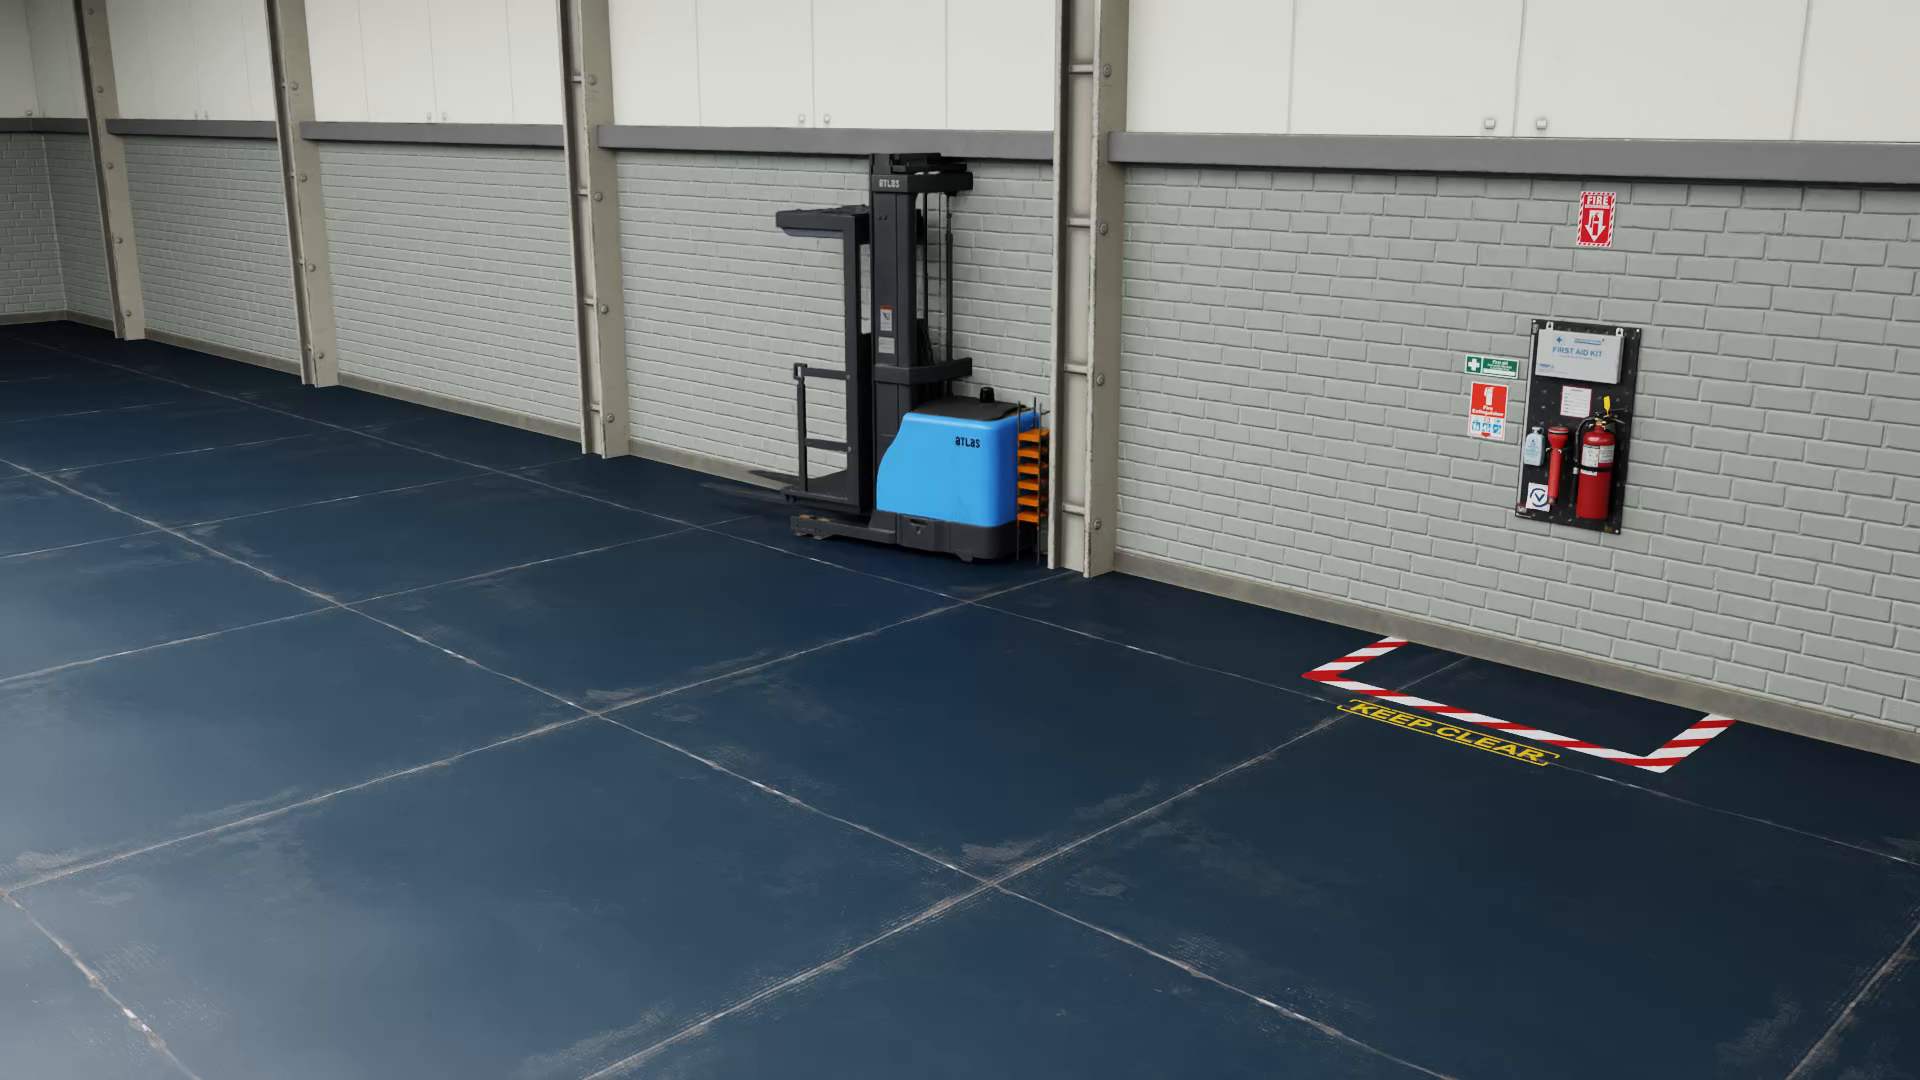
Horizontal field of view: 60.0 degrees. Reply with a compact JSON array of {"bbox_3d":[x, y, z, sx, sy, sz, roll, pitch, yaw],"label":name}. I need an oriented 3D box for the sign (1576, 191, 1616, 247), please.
[{"bbox_3d":[3.516,-1.774,9.194,0.199,0.298,0.001,14,20,42],"label":"sign"}]

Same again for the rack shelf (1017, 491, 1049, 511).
[{"bbox_3d":[0.565,-0.278,12.272,0.180,0.103,0.258,10,17,33],"label":"rack shelf"}]

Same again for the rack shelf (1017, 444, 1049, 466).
[{"bbox_3d":[0.565,-0.626,12.181,0.180,0.103,0.258,10,17,33],"label":"rack shelf"}]

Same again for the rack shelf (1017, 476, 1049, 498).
[{"bbox_3d":[0.565,-0.394,12.241,0.180,0.103,0.258,10,17,33],"label":"rack shelf"}]

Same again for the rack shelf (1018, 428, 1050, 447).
[{"bbox_3d":[0.565,-0.743,12.151,0.180,0.103,0.258,10,17,33],"label":"rack shelf"}]

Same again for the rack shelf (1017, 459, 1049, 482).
[{"bbox_3d":[0.565,-0.510,12.211,0.180,0.103,0.258,10,17,33],"label":"rack shelf"}]

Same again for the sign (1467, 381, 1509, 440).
[{"bbox_3d":[3.127,-0.766,9.850,0.234,0.329,0.001,14,20,42],"label":"sign"}]

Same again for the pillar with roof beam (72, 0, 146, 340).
[{"bbox_3d":[-15.060,-6.515,20.090,0.400,9.000,9.100,14,20,42],"label":"pillar with roof beam"}]

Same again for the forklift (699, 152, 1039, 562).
[{"bbox_3d":[-0.725,-1.520,12.952,3.031,2.935,1.130,10,17,33],"label":"forklift"}]

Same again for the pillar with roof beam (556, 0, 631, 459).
[{"bbox_3d":[-6.421,-4.415,12.030,0.400,9.000,9.100,14,20,42],"label":"pillar with roof beam"}]

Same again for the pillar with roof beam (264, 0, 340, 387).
[{"bbox_3d":[-10.740,-5.465,16.060,0.400,9.000,9.100,14,20,42],"label":"pillar with roof beam"}]

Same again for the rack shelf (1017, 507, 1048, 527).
[{"bbox_3d":[0.565,-0.162,12.302,0.180,0.103,0.258,10,17,33],"label":"rack shelf"}]

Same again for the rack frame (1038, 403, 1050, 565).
[{"bbox_3d":[0.641,-0.424,12.181,0.006,1.200,0.240,10,17,33],"label":"rack frame"}]

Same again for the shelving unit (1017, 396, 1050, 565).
[{"bbox_3d":[0.565,-0.437,12.230,0.189,1.200,0.258,10,17,33],"label":"shelving unit"}]

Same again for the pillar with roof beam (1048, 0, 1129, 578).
[{"bbox_3d":[-2.102,-3.365,8.000,0.400,9.000,9.100,14,20,42],"label":"pillar with roof beam"}]

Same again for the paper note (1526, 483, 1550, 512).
[{"bbox_3d":[3.374,-0.250,9.690,0.142,0.148,0.016,14,20,42],"label":"paper note"}]

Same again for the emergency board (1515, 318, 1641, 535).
[{"bbox_3d":[3.453,-0.633,9.411,0.643,1.169,0.194,14,20,42],"label":"emergency board"}]

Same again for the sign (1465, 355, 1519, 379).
[{"bbox_3d":[3.124,-1.020,9.774,0.331,0.109,0.001,14,20,42],"label":"sign"}]

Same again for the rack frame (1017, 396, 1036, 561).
[{"bbox_3d":[0.489,-0.450,12.280,0.006,1.200,0.240,10,17,33],"label":"rack frame"}]
